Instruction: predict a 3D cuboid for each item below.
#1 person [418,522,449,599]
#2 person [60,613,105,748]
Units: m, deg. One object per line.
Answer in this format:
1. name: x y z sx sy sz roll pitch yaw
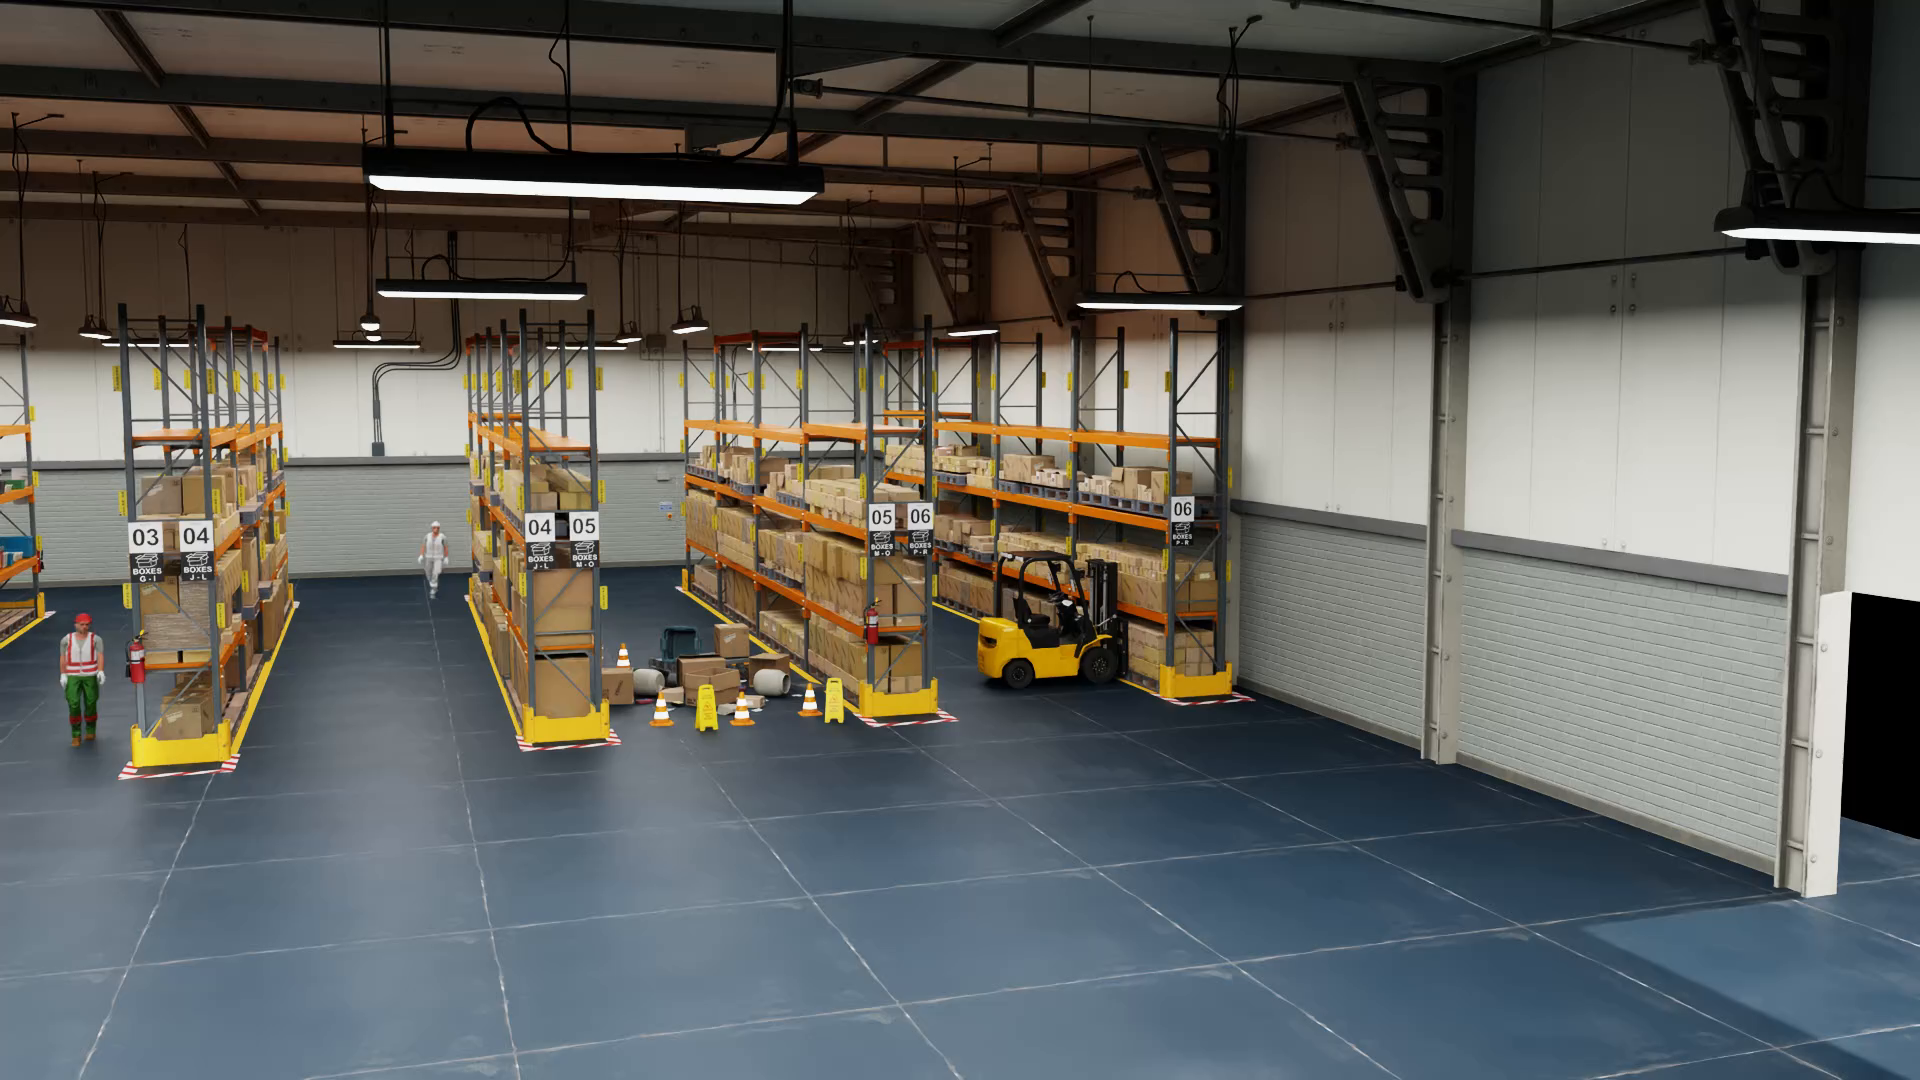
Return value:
1. person: -12.262 0.460 38.743 0.633 1.780 0.809 -1 5 -7
2. person: -12.175 1.946 23.079 0.559 1.837 0.605 -3 6 -27
